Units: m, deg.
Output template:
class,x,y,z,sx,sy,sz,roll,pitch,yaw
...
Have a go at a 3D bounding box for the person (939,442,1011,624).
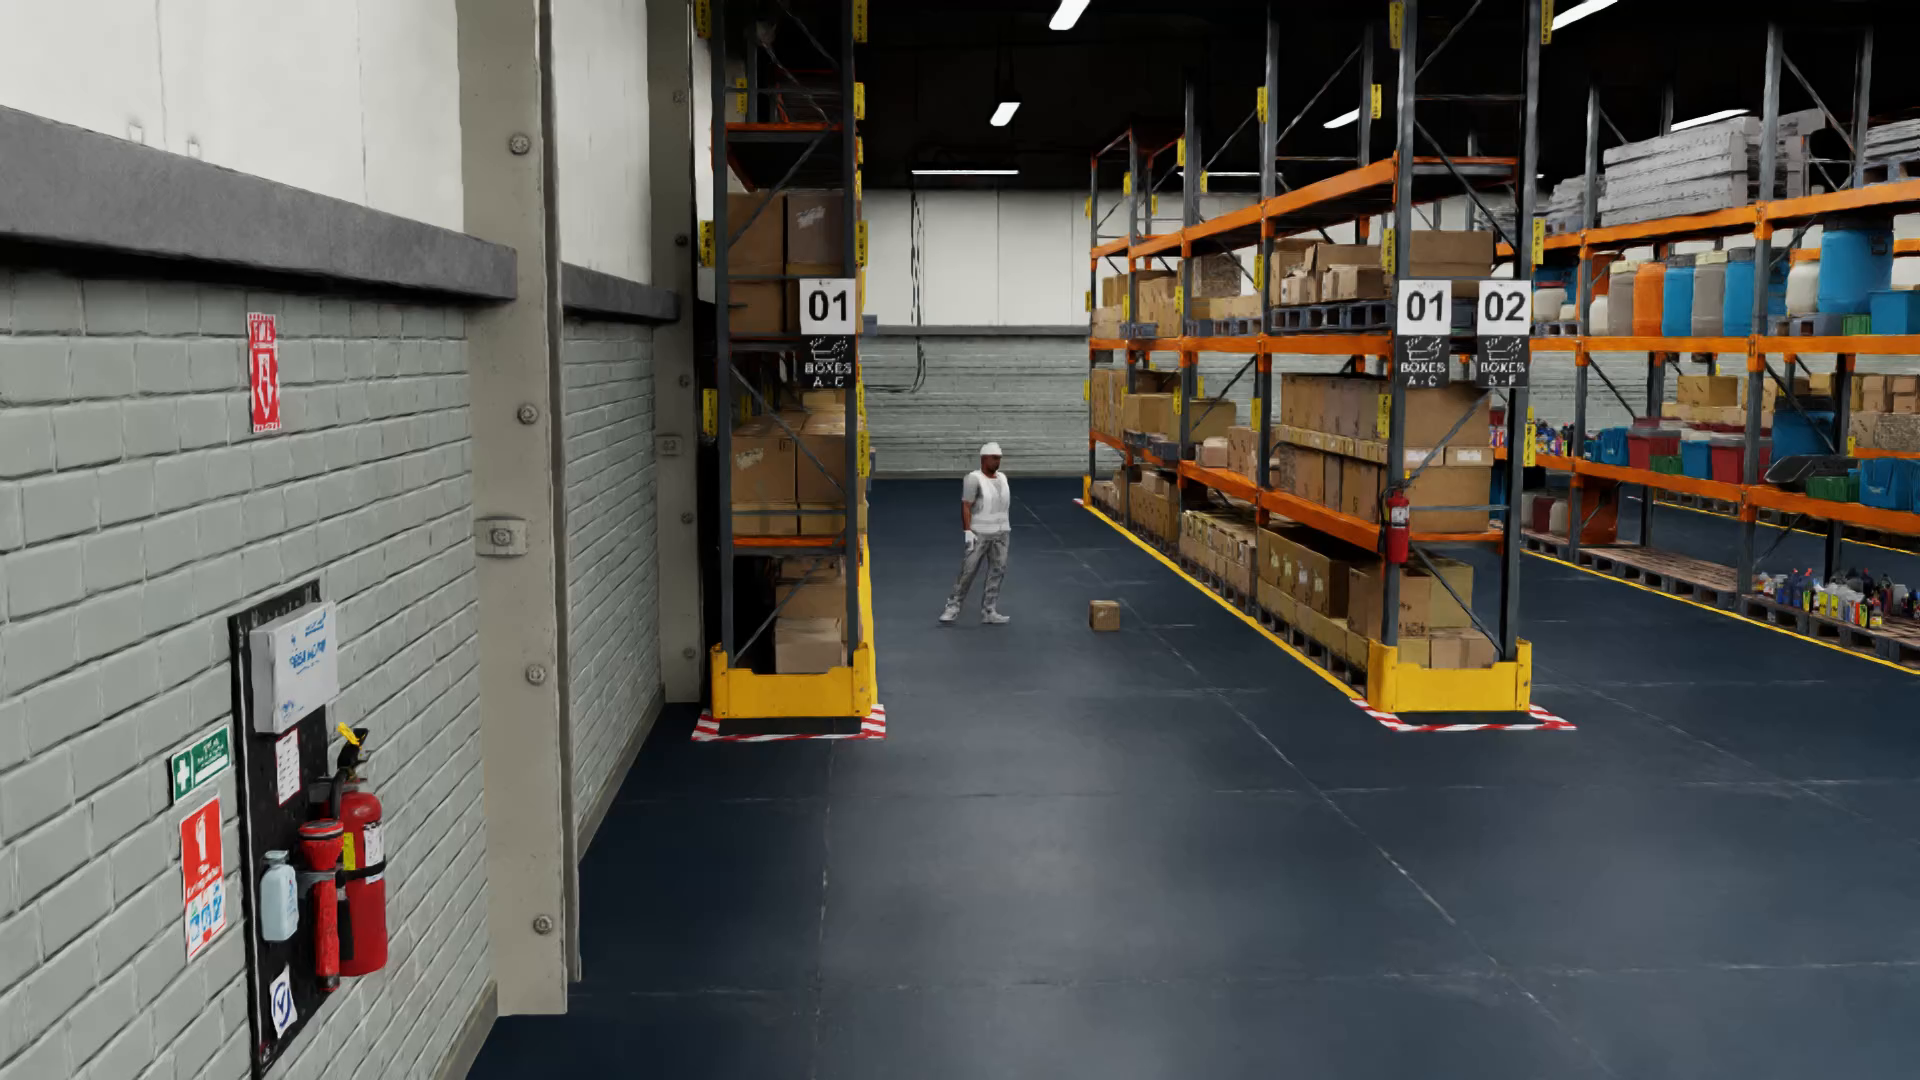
class,x,y,z,sx,sy,sz,roll,pitch,yaw
person,0.148,-0.066,16.205,0.738,1.779,0.480,-6,9,-39
